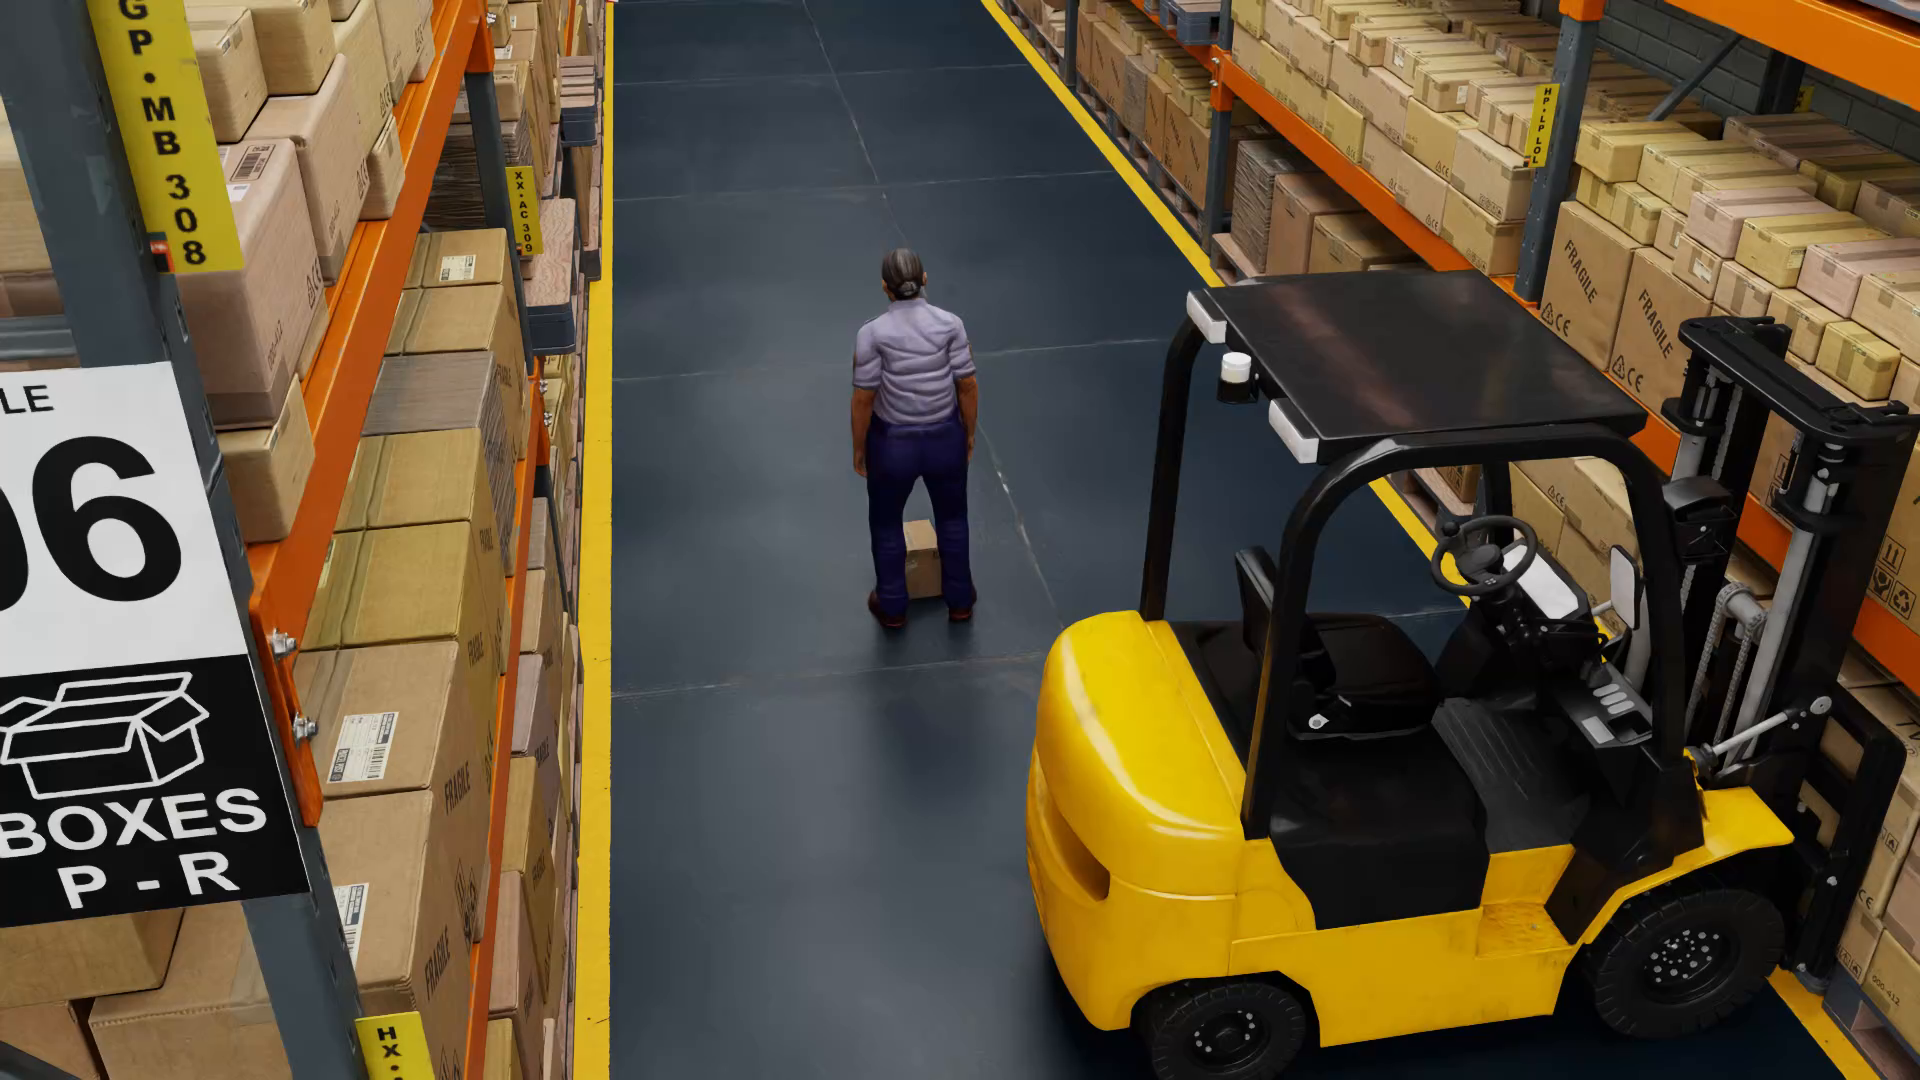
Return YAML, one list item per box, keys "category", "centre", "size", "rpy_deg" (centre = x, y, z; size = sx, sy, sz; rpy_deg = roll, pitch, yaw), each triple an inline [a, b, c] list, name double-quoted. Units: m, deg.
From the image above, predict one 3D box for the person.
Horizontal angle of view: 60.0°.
- category: "person"
  centre: [-0.175, -0.388, 6.790]
  size: [0.549, 1.650, 0.370]
  rpy_deg: [-7, 32, -11]
